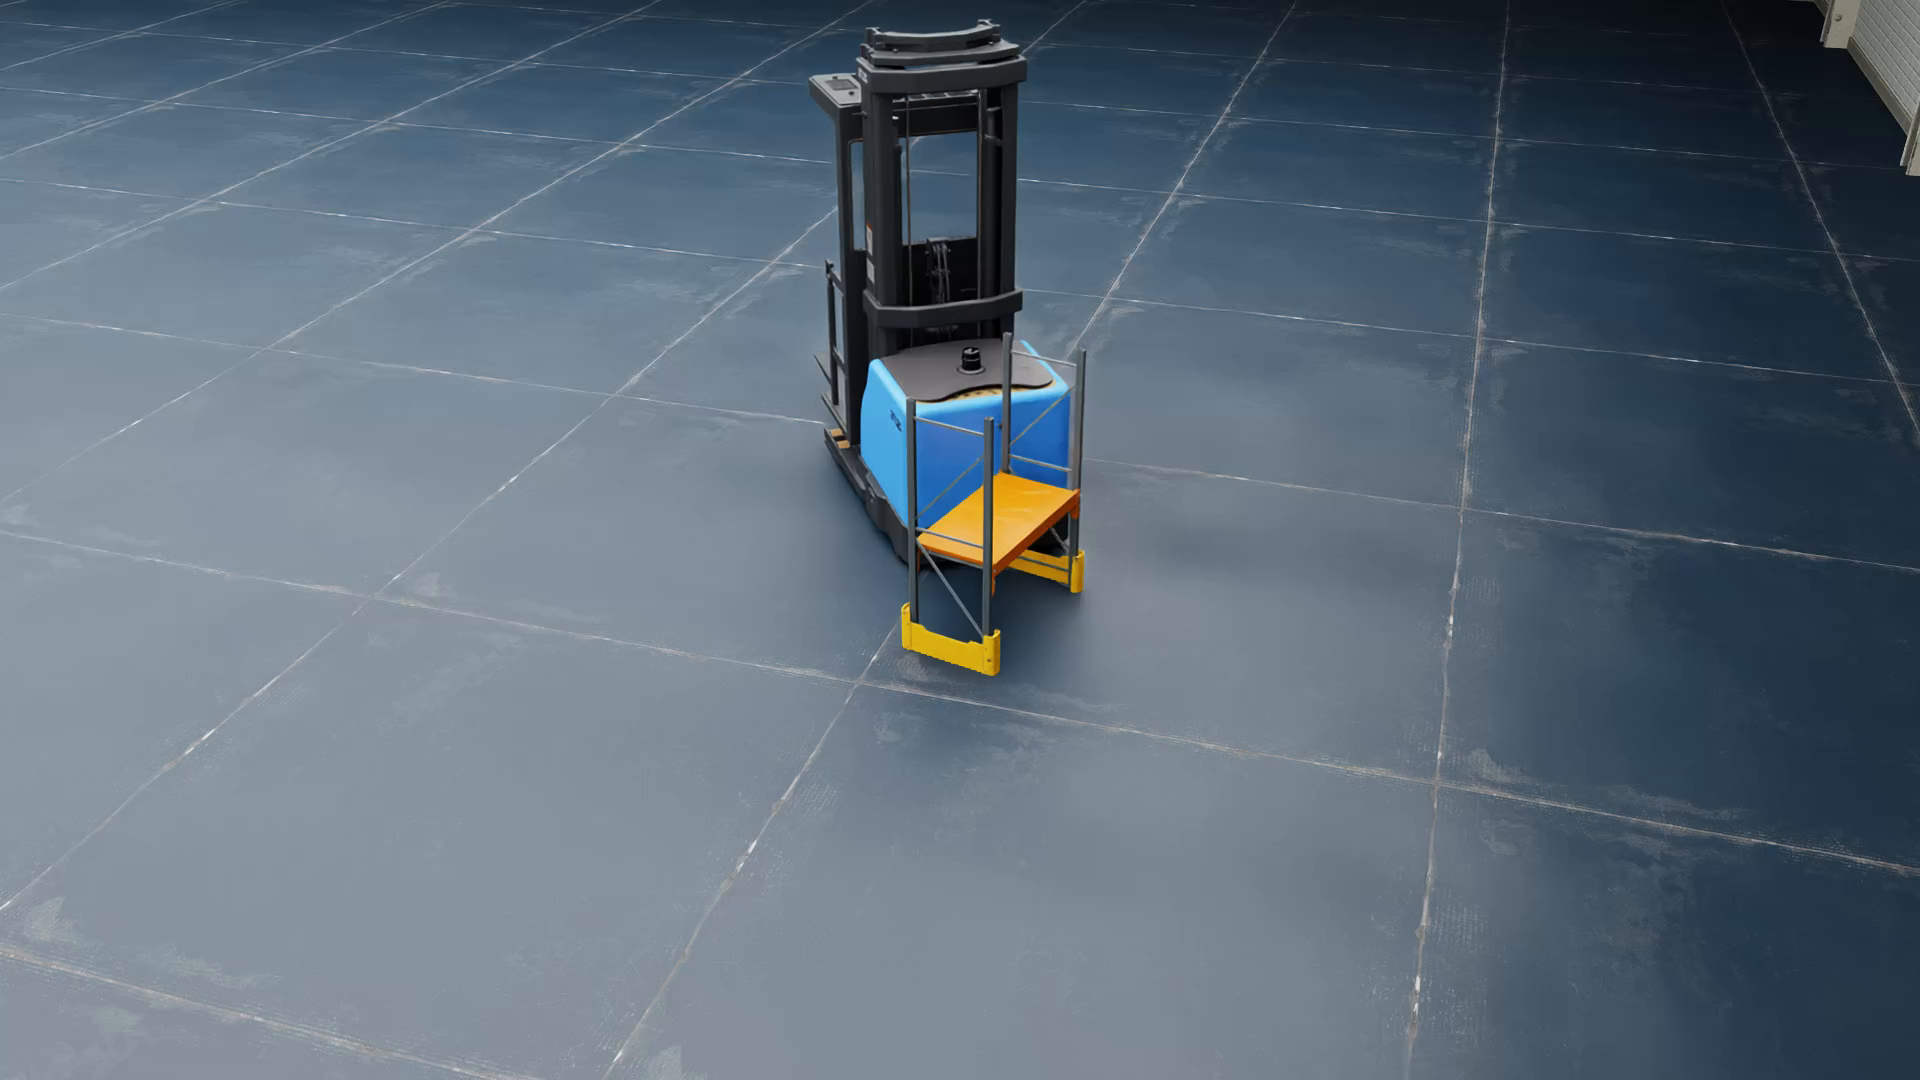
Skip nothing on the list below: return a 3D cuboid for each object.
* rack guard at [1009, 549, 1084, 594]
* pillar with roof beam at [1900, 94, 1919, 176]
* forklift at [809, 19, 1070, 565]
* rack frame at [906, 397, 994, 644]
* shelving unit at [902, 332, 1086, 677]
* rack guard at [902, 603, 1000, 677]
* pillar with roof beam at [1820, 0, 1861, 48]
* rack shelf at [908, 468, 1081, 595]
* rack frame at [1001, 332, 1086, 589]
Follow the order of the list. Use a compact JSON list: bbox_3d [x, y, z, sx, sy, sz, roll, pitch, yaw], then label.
[{"bbox_3d":[0.452,0.121,9.774,0.587,0.250,0.087,16,33,26],"label":"rack guard"},{"bbox_3d":[5.731,-8.334,15.975,9.100,9.000,0.400,8,30,15],"label":"pillar with roof beam"},{"bbox_3d":[-0.284,-1.835,10.533,1.130,2.935,3.031,-9,30,-16],"label":"forklift"},{"bbox_3d":[-0.053,-0.007,8.719,0.500,1.500,0.032,16,33,26],"label":"rack frame"},{"bbox_3d":[0.200,-0.216,9.095,0.587,1.500,1.083,16,33,26],"label":"shelving unit"},{"bbox_3d":[-0.052,0.539,9.024,0.587,0.250,0.087,16,33,26],"label":"rack guard"},{"bbox_3d":[7.492,-11.123,20.987,9.100,9.000,0.400,8,30,15],"label":"pillar with roof beam"},{"bbox_3d":[0.204,-0.063,9.190,0.538,0.185,1.000,16,33,26],"label":"rack shelf"},{"bbox_3d":[0.462,-0.433,9.485,0.500,1.500,0.032,16,33,26],"label":"rack frame"}]
